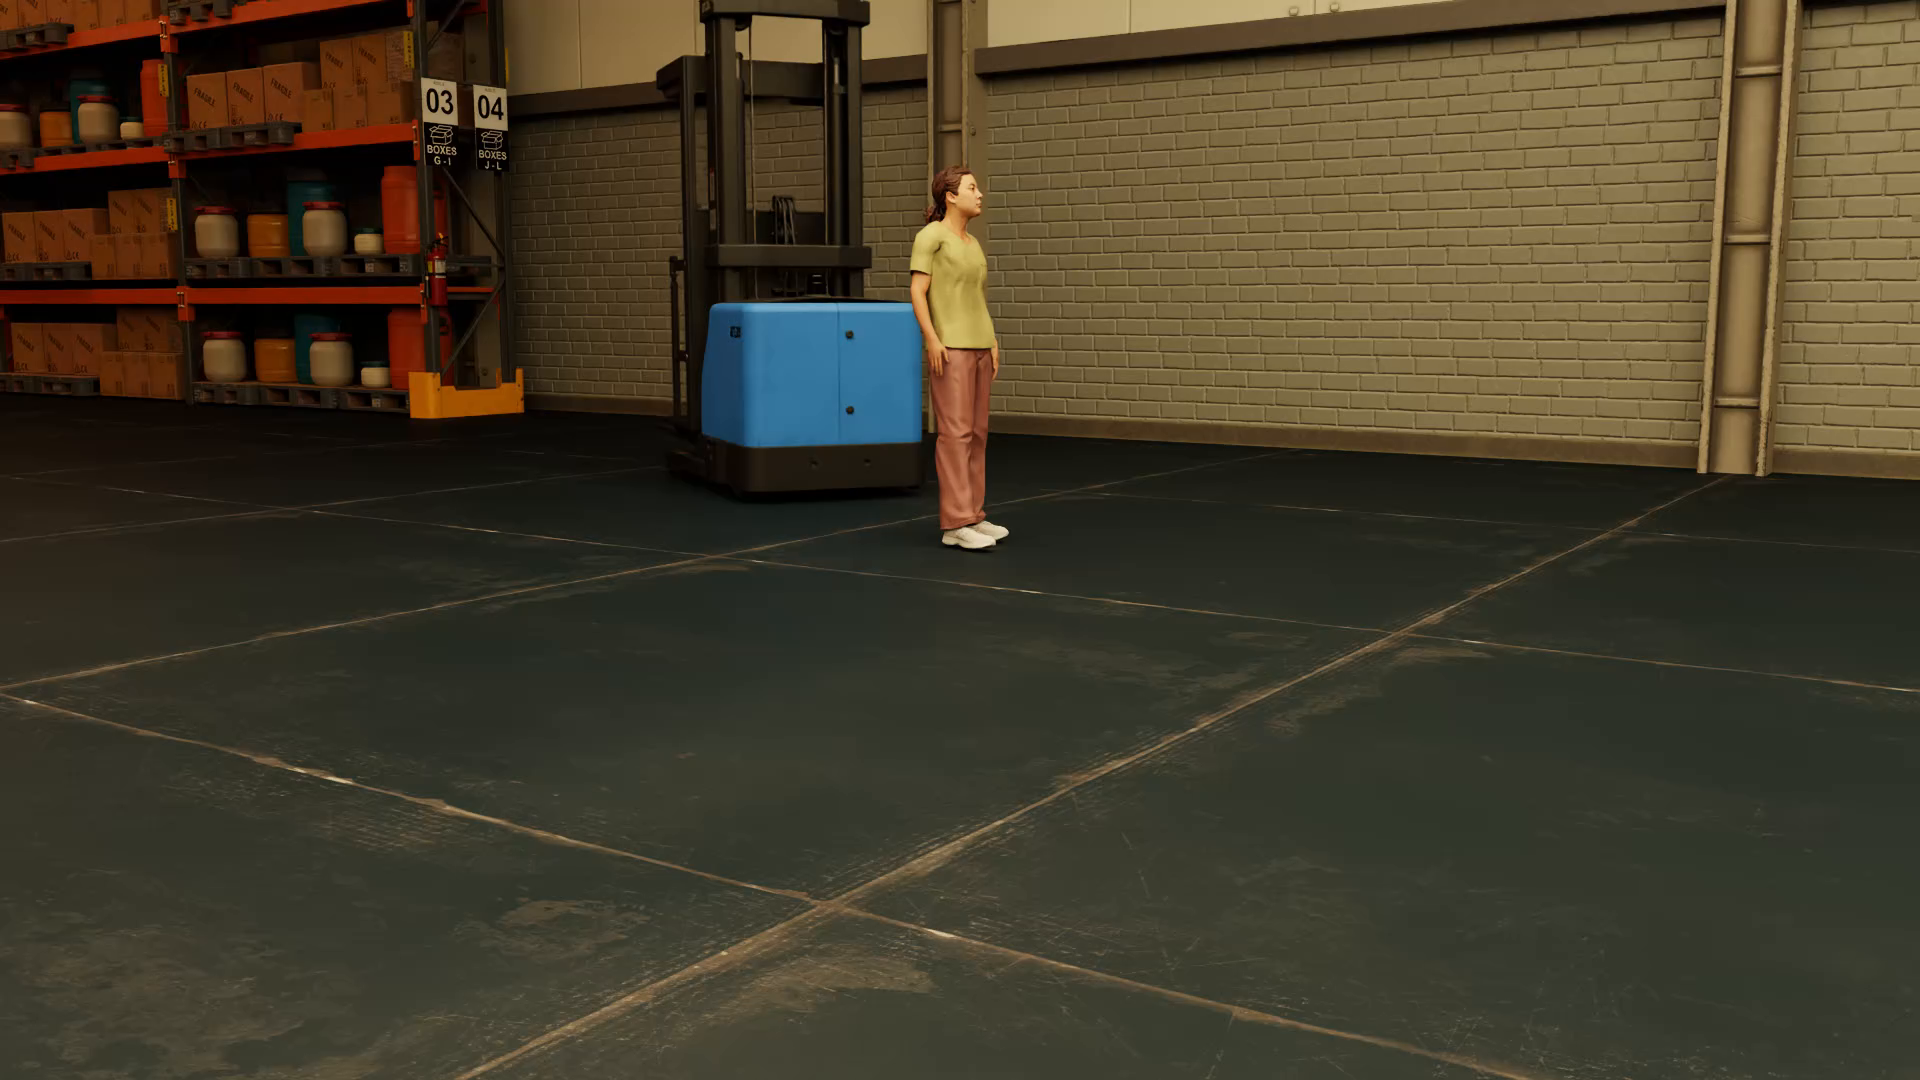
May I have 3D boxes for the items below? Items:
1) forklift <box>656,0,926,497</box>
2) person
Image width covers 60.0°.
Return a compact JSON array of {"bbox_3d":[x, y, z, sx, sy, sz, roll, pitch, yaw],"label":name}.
[{"bbox_3d":[-1.218,-1.855,10.239,1.130,2.935,3.031,-3,9,-22],"label":"forklift"},{"bbox_3d":[0.055,-0.830,7.434,0.548,1.673,0.554,5,10,34],"label":"person"}]
